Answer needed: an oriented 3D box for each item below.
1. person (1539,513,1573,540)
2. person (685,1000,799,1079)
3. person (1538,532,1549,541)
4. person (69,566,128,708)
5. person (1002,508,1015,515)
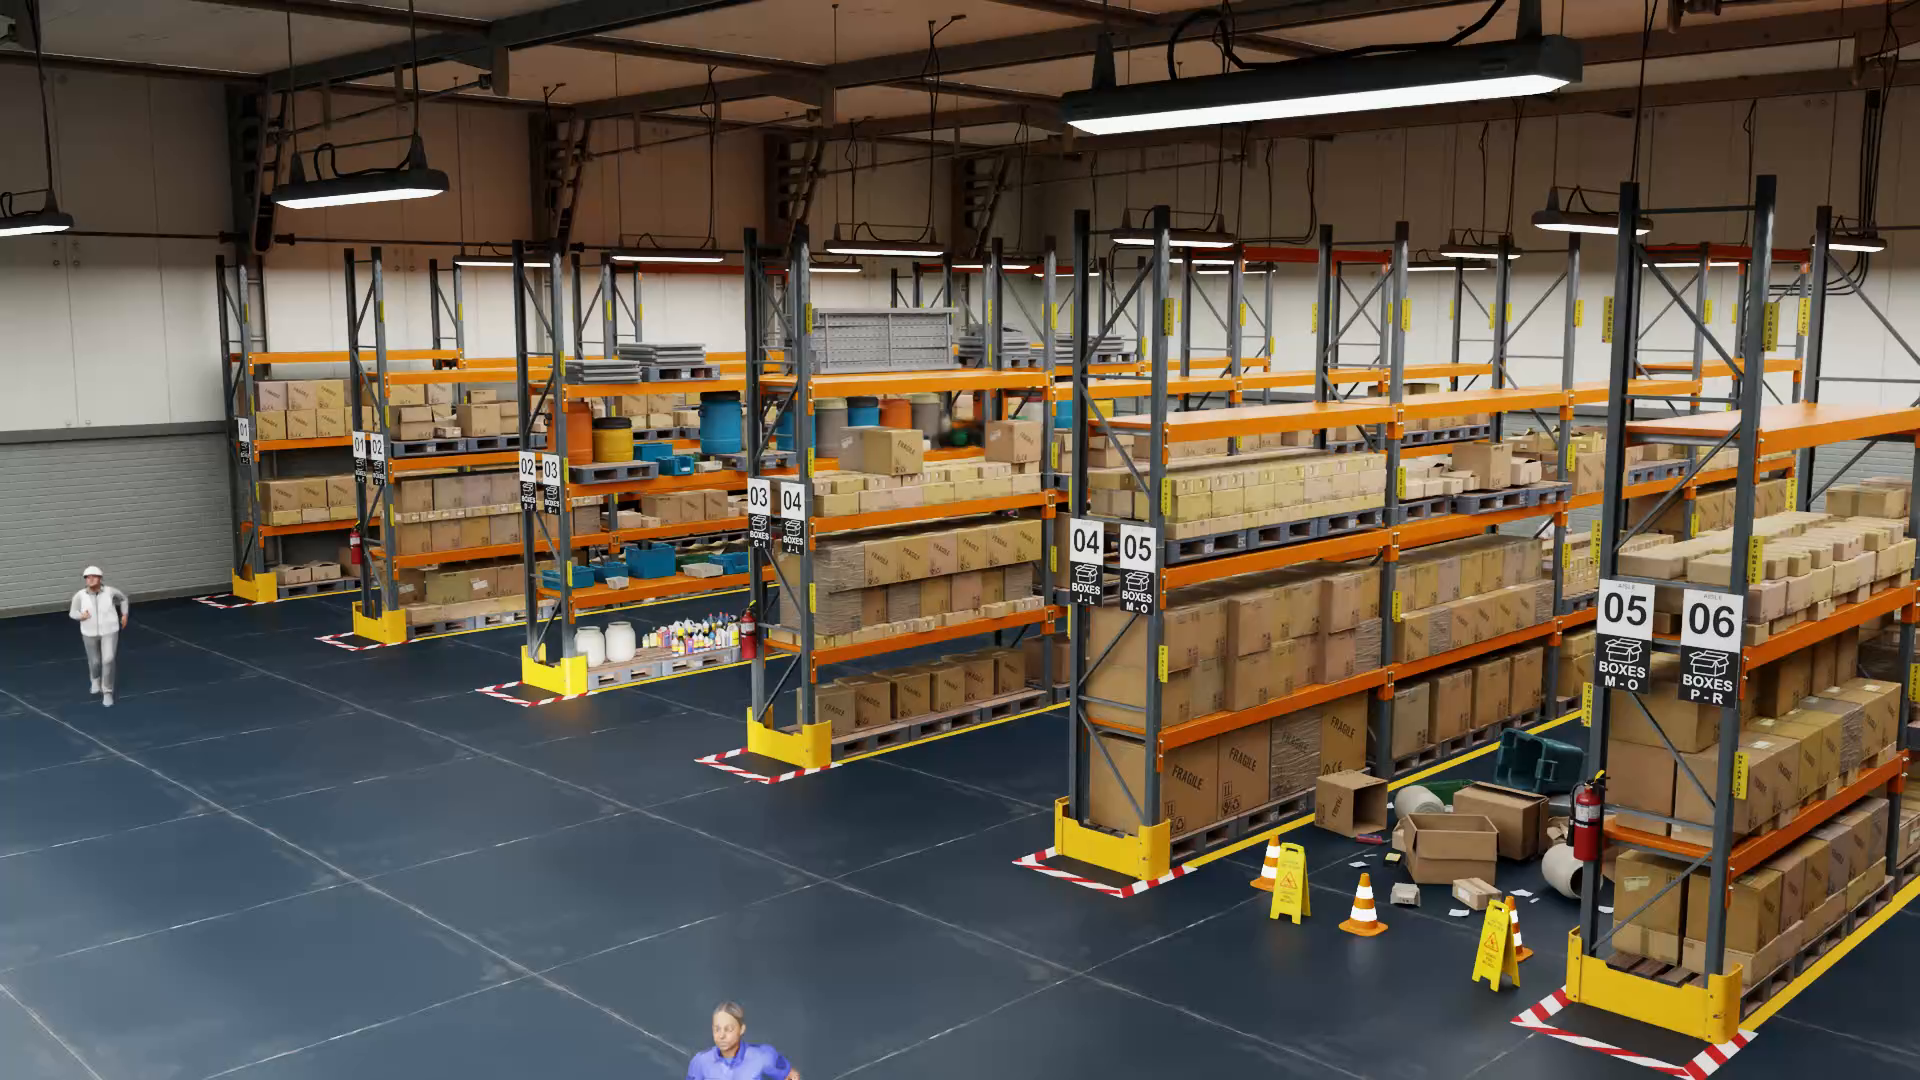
[{"bbox_3d":[10.656,0.189,29.729,0.673,1.598,0.695,0,8,-1],"label":"person"},{"bbox_3d":[-1.140,3.172,8.546,0.588,1.628,0.642,0,8,2],"label":"person"},{"bbox_3d":[8.798,0.737,25.238,0.623,1.738,0.655,-8,11,-44],"label":"person"},{"bbox_3d":[-11.215,1.225,21.704,0.663,1.820,0.908,-3,9,-20],"label":"person"},{"bbox_3d":[1.156,-0.367,32.976,0.623,1.741,0.586,7,11,40],"label":"person"}]
